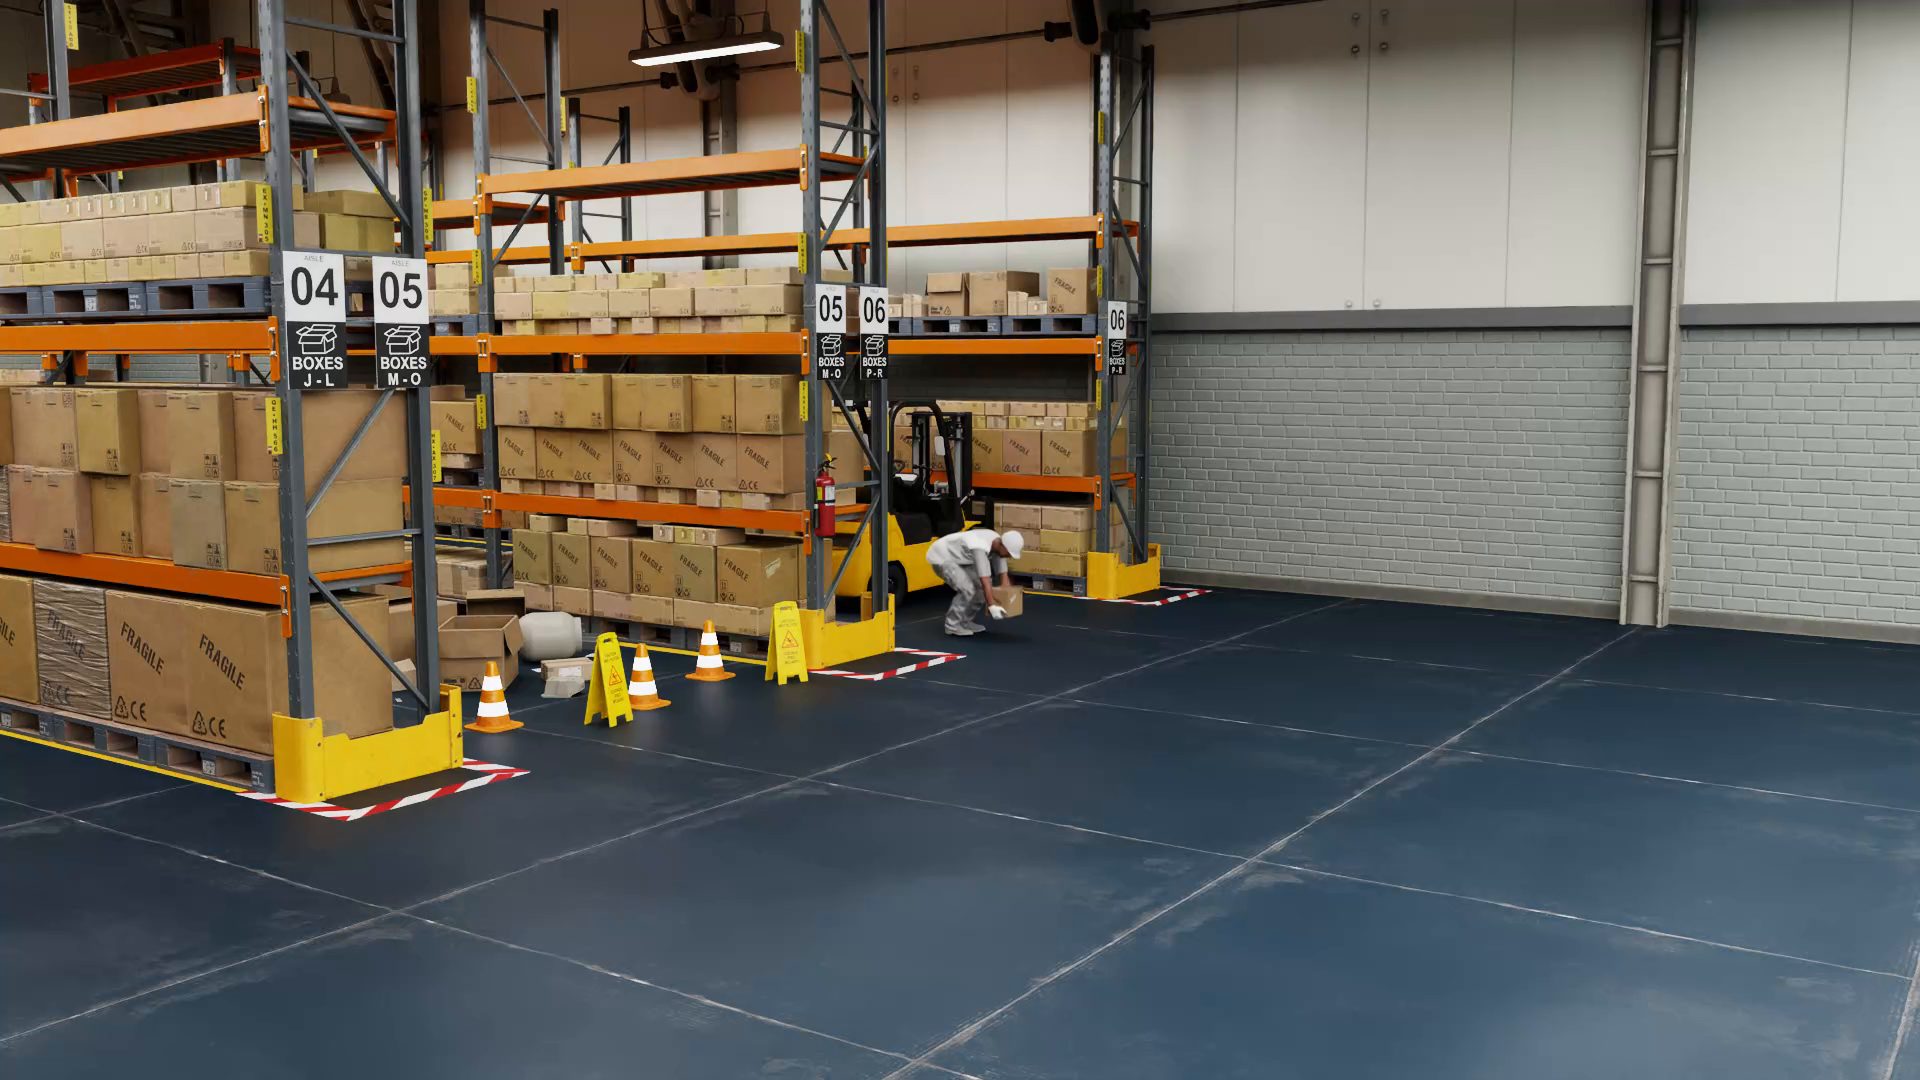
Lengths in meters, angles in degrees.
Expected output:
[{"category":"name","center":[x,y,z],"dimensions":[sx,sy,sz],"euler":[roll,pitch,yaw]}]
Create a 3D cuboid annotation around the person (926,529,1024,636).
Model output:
[{"category":"person","center":[0.162,0.392,15.621],"dimensions":[0.964,1.007,0.533],"euler":[4,7,31]}]
